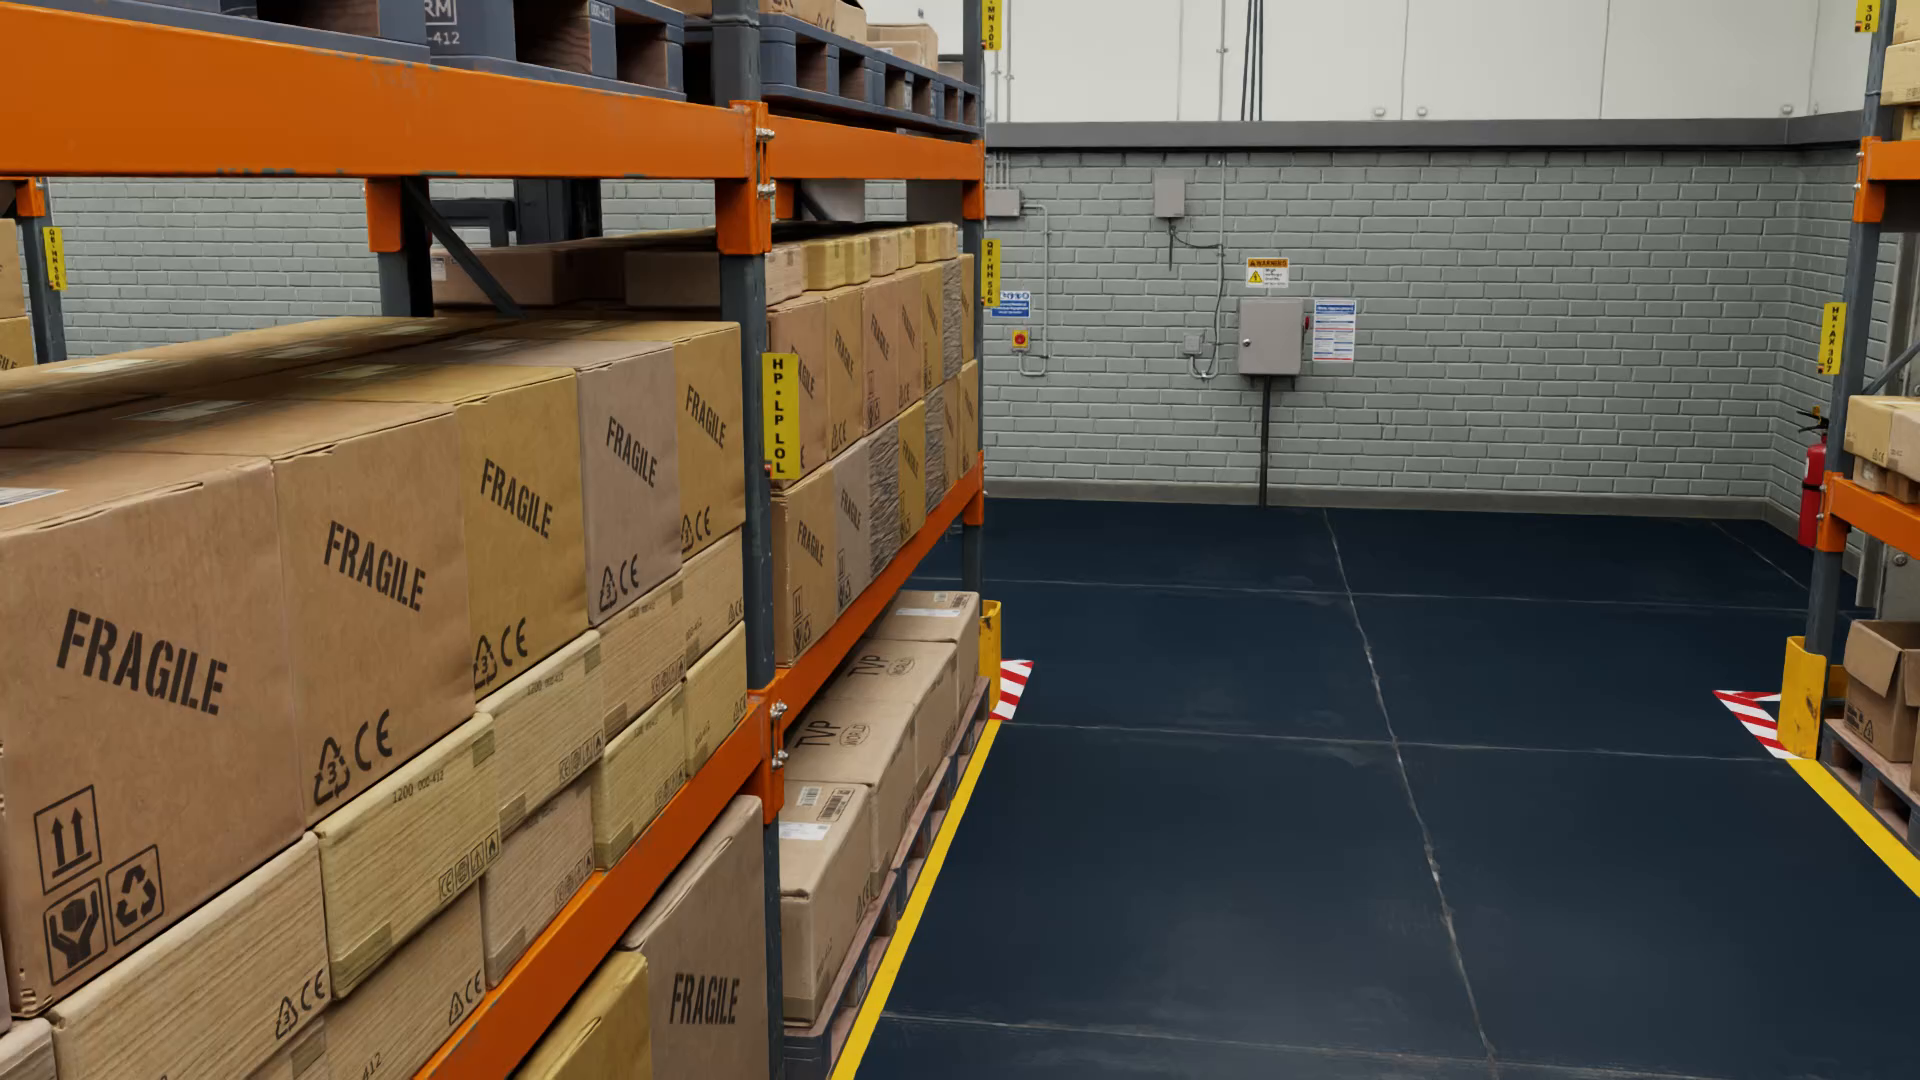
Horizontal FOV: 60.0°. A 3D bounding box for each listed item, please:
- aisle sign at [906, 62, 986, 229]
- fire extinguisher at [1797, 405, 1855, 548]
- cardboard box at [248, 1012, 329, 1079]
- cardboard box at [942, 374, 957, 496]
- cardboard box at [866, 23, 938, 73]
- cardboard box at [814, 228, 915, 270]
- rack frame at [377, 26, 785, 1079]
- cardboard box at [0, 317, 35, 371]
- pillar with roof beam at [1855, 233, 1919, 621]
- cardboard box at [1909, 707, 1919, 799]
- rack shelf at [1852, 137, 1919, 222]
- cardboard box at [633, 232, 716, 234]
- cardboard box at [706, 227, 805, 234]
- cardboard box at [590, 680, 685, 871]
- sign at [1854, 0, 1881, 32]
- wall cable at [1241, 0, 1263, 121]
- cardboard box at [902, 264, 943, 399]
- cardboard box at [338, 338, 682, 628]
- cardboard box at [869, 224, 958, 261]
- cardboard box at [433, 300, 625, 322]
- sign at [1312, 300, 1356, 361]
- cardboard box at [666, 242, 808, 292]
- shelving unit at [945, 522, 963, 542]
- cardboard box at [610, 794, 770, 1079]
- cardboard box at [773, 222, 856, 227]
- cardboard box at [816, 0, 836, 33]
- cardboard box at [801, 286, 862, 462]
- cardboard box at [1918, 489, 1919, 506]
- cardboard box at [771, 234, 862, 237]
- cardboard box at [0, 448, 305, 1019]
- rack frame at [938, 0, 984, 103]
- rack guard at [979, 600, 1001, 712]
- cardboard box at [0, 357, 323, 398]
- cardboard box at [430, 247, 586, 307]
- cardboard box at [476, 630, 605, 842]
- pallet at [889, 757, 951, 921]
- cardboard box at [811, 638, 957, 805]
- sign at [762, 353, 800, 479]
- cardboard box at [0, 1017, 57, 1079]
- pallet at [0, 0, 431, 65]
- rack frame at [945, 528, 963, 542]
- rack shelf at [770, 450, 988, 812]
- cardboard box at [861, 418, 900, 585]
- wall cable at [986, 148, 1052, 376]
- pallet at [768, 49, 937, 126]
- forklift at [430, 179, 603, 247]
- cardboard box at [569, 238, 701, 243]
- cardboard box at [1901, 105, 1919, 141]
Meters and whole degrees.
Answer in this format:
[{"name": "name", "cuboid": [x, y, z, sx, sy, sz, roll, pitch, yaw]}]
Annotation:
[{"name": "aisle sign", "cuboid": [-0.070, -1.915, 8.089, 0.394, 0.787, 0.004, 2, 12, 9]}, {"name": "fire extinguisher", "cuboid": [4.084, -0.305, 7.856, 0.296, 0.674, 0.183, 2, 12, 9]}, {"name": "cardboard box", "cuboid": [-1.146, 0.789, 2.067, 0.500, 0.250, 0.500, 2, 12, 11]}, {"name": "cardboard box", "cuboid": [-0.292, -0.475, 7.341, 0.500, 0.500, 0.500, 2, 12, 7]}, {"name": "cardboard box", "cuboid": [-0.367, -2.190, 7.536, 0.500, 0.250, 0.500, 1, 12, 3]}, {"name": "cardboard box", "cuboid": [-0.386, -1.145, 6.538, 0.380, 0.149, 0.250, 2, 12, 10]}, {"name": "rack frame", "cuboid": [-1.002, 0.193, 4.476, 1.000, 3.000, 0.127, 2, 12, 9]}, {"name": "cardboard box", "cuboid": [-5.108, -0.871, 8.471, 0.500, 0.500, 0.500, 2, 12, 10]}, {"name": "pillar with roof beam", "cuboid": [1.570, -4.083, 10.081, 9.100, 9.000, 0.400, 2, 12, 9]}, {"name": "cardboard box", "cuboid": [4.161, 0.838, 6.420, 0.700, 0.500, 0.500, 2, 12, 11]}, {"name": "rack shelf", "cuboid": [4.211, -1.178, 5.425, 1.077, 0.370, 4.000, 2, 12, 9]}, {"name": "cardboard box", "cuboid": [-0.987, -1.051, 6.102, 0.380, 0.149, 0.250, 2, 12, 9]}, {"name": "cardboard box", "cuboid": [-0.849, -1.210, 6.838, 0.380, 0.149, 0.250, 2, 12, 9]}, {"name": "cardboard box", "cuboid": [-0.902, 0.474, 3.529, 0.500, 0.250, 0.500, 2, 12, 8]}, {"name": "sign", "cuboid": [3.982, -2.390, 7.270, 0.100, 0.325, 0.005, 2, 12, 9]}, {"name": "wall cable", "cuboid": [3.699, -4.660, 12.669, 2.988, 3.039, 0.133, 2, 12, 9]}, {"name": "cardboard box", "cuboid": [-0.356, -0.856, 6.736, 0.500, 0.500, 0.500, 2, 12, 8]}, {"name": "cardboard box", "cuboid": [-0.895, -0.135, 3.390, 0.500, 0.500, 0.500, 2, 12, 10]}, {"name": "cardboard box", "cuboid": [-0.216, -1.303, 7.268, 0.380, 0.149, 0.250, 2, 12, 8]}, {"name": "cardboard box", "cuboid": [-1.202, -0.451, 4.857, 0.500, 0.500, 0.500, 2, 12, 8]}, {"name": "sign", "cuboid": [3.030, -1.696, 13.469, 0.329, 0.494, 0.001, 2, 12, 9]}, {"name": "cardboard box", "cuboid": [-0.676, -0.827, 5.061, 0.380, 0.149, 0.250, 2, 12, 8]}, {"name": "shelving unit", "cuboid": [0.008, -0.524, 12.434, 0.215, 1.050, 0.252, 2, 12, 9]}, {"name": "cardboard box", "cuboid": [-1.018, 1.158, 4.044, 0.875, 0.875, 0.875, 2, 12, 10]}, {"name": "cardboard box", "cuboid": [-0.685, -1.372, 7.590, 0.380, 0.149, 0.250, 2, 12, 10]}, {"name": "cardboard box", "cuboid": [-0.827, -1.859, 5.402, 0.797, 0.503, 0.637, 3, 12, 13]}, {"name": "cardboard box", "cuboid": [-0.606, -0.540, 5.270, 0.500, 0.500, 0.500, 2, 12, 8]}, {"name": "cardboard box", "cuboid": [4.197, -0.187, 6.835, 0.380, 0.149, 0.250, 2, 12, 8]}, {"name": "cardboard box", "cuboid": [-0.550, -0.986, 5.799, 0.380, 0.149, 0.250, 2, 12, 8]}, {"name": "cardboard box", "cuboid": [-1.138, 0.183, 1.914, 0.500, 0.500, 0.500, 2, 12, 10]}, {"name": "rack frame", "cuboid": [-0.387, -3.572, 7.707, 1.000, 3.000, 0.127, 2, 12, 9]}, {"name": "rack guard", "cuboid": [-0.383, 0.578, 8.626, 1.175, 0.500, 0.348, 2, 12, 9]}, {"name": "cardboard box", "cuboid": [-1.484, -0.051, 2.998, 0.500, 0.500, 0.500, 2, 12, 7]}, {"name": "cardboard box", "cuboid": [-1.269, -0.736, 4.637, 0.380, 0.149, 0.250, 2, 12, 7]}, {"name": "cardboard box", "cuboid": [-0.973, 0.334, 2.991, 0.500, 0.250, 0.500, 2, 12, 10]}, {"name": "pallet", "cuboid": [-0.623, 1.146, 6.674, 1.003, 0.211, 1.213, 2, 12, 9]}, {"name": "cardboard box", "cuboid": [-0.522, 0.739, 7.027, 0.875, 0.438, 0.875, 2, 12, 10]}, {"name": "sign", "cuboid": [-0.464, -0.318, 4.290, 0.100, 0.325, 0.005, 2, 12, 9]}, {"name": "cardboard box", "cuboid": [-1.215, 0.650, 1.527, 0.500, 0.250, 0.500, 2, 12, 10]}, {"name": "pallet", "cuboid": [-1.402, -0.717, 2.026, 1.003, 0.211, 1.213, 2, 12, 11]}, {"name": "rack frame", "cuboid": [-0.011, -0.499, 12.317, 0.200, 1.050, 0.008, 2, 12, 9]}, {"name": "rack shelf", "cuboid": [-0.695, 0.129, 6.483, 1.077, 0.370, 4.000, 2, 12, 9]}, {"name": "cardboard box", "cuboid": [-0.507, -0.153, 5.844, 0.500, 0.500, 0.500, 2, 12, 9]}, {"name": "wall cable", "cuboid": [0.457, -2.326, 13.679, 0.585, 1.953, 0.123, 2, 12, 9]}, {"name": "pallet", "cuboid": [-0.676, -1.653, 6.133, 1.003, 0.211, 1.213, 2, 12, 9]}, {"name": "forklift", "cuboid": [-3.499, -1.532, 12.643, 3.031, 2.935, 1.130, 2, 12, 7]}, {"name": "cardboard box", "cuboid": [-1.052, -0.892, 5.362, 0.380, 0.149, 0.250, 2, 12, 8]}, {"name": "cardboard box", "cuboid": [4.239, -1.764, 7.034, 0.380, 0.149, 0.250, 2, 12, 10]}]
